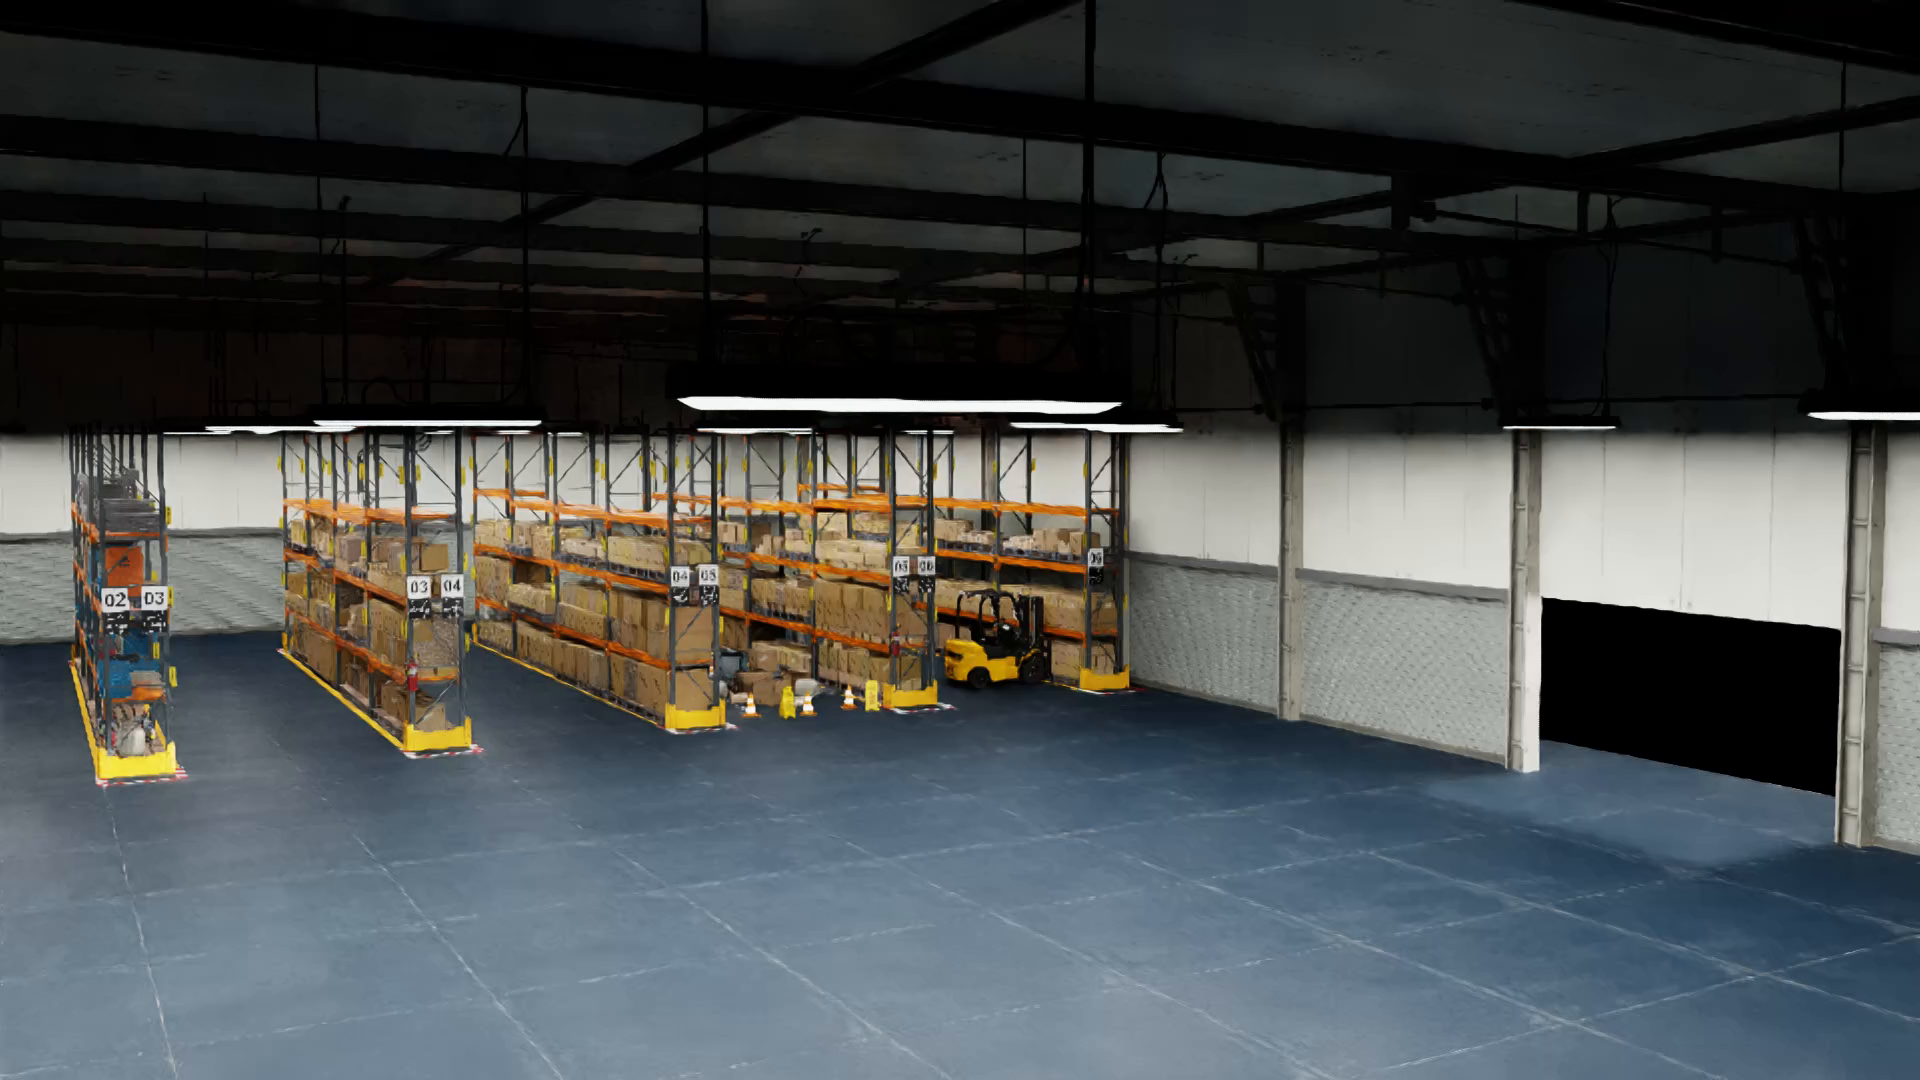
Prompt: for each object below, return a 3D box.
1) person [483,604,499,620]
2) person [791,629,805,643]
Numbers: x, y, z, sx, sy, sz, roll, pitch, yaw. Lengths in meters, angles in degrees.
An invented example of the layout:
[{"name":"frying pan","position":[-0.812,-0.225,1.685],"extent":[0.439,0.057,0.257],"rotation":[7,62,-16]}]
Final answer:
[{"name":"person","position":[-14.052,1.785,49.911],"extent":[0.617,1.723,0.942],"rotation":[0,4,-6]},{"name":"person","position":[-4.473,2.044,44.885],"extent":[0.636,1.775,0.670],"rotation":[0,4,2]}]
